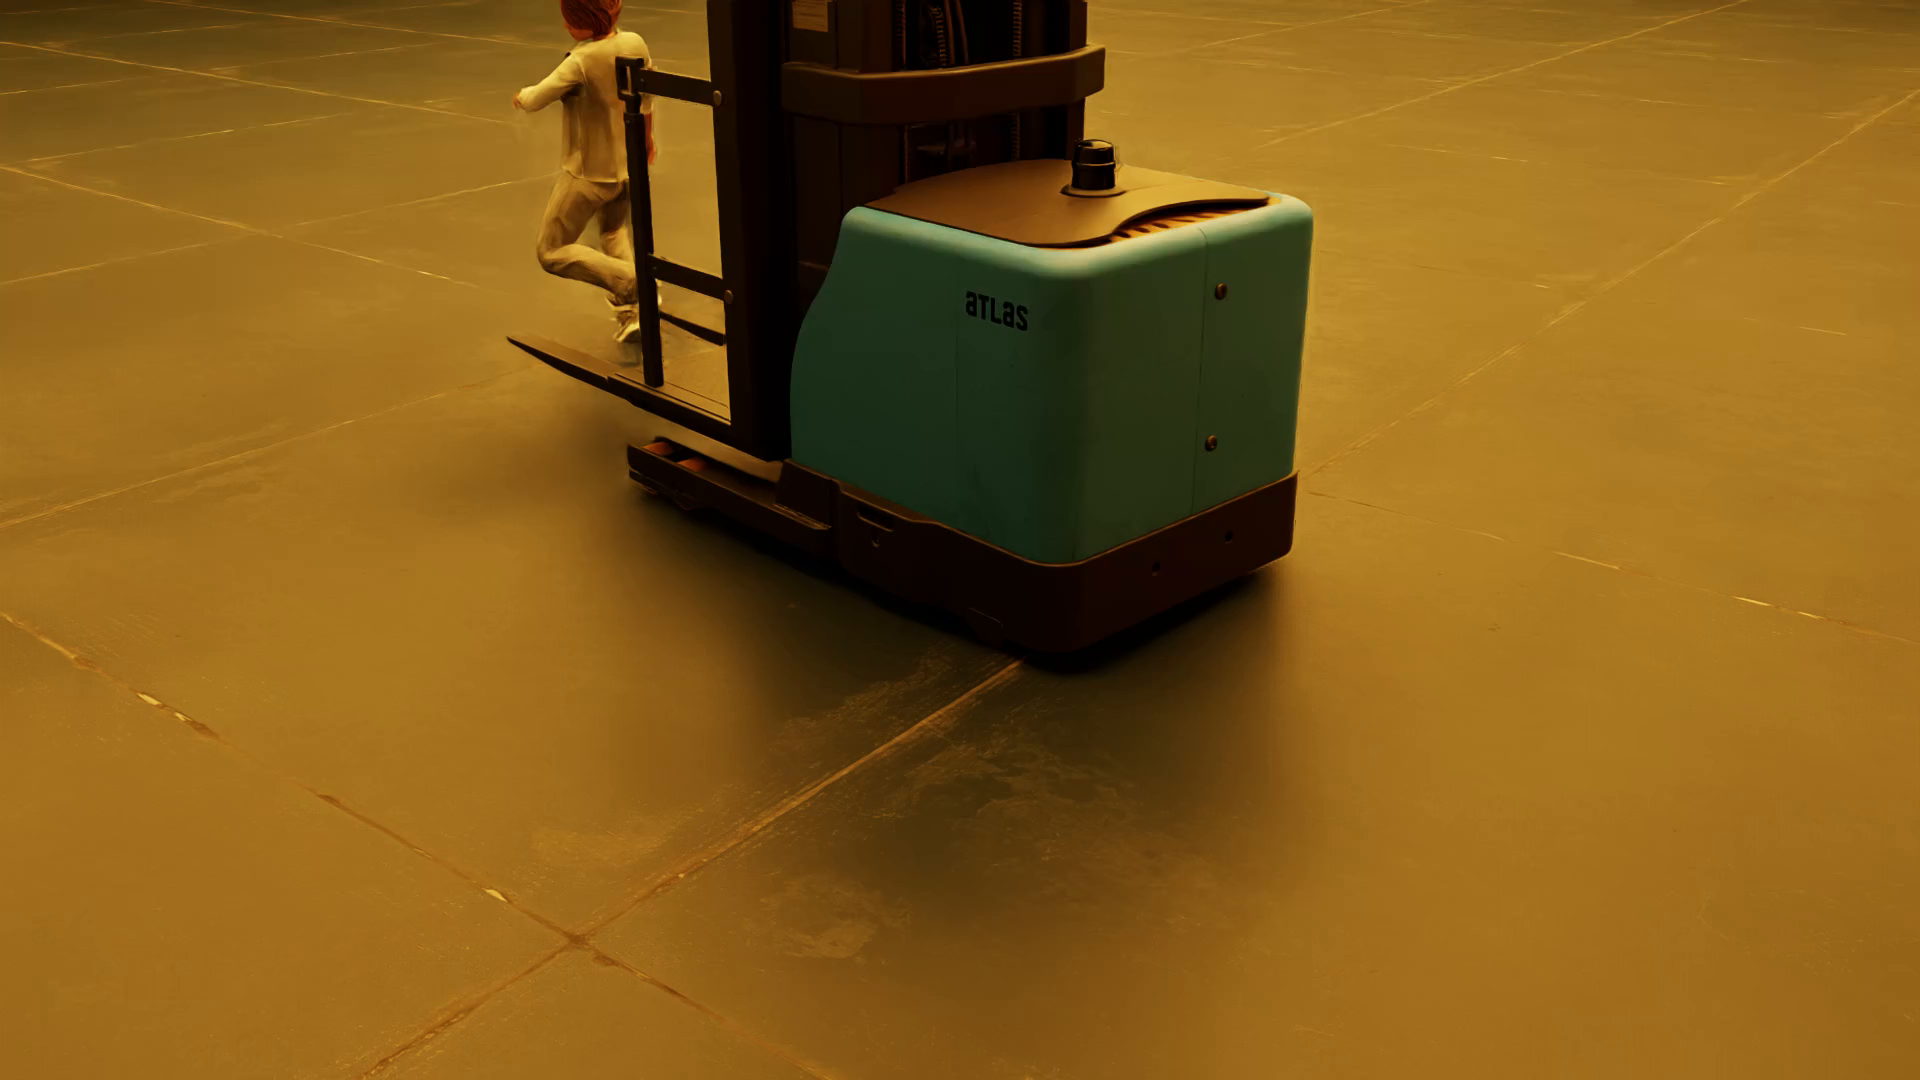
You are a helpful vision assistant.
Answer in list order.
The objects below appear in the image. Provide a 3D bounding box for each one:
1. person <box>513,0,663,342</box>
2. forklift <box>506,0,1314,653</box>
[{"bbox_3d":[-1.426,-1.451,6.631,0.770,1.531,0.708,10,26,23],"label":"person"},{"bbox_3d":[-0.419,-1.559,4.925,1.130,2.935,3.031,-21,31,-39],"label":"forklift"}]
